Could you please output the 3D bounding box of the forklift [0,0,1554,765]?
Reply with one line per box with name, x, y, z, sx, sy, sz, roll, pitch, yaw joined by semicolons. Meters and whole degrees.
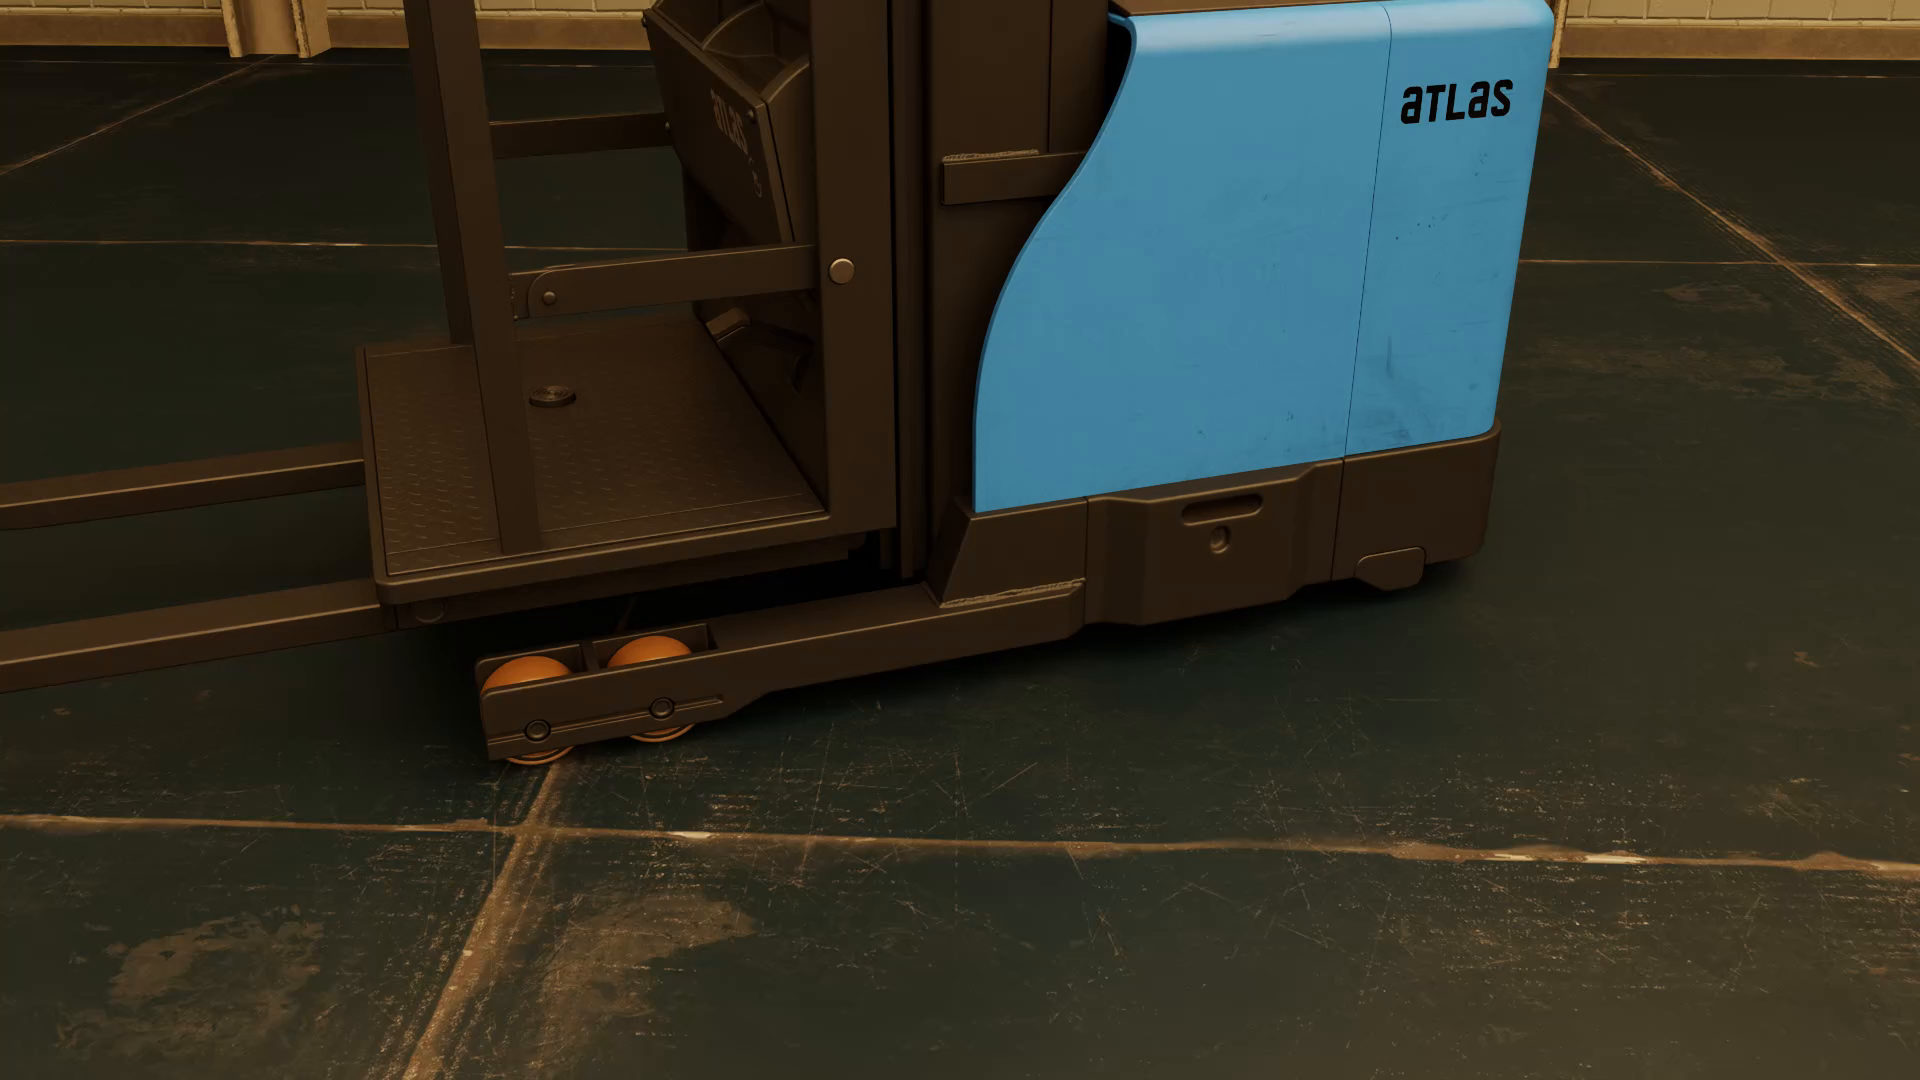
forklift;-0.573;-1.224;2.502;3.031;2.935;1.130;-9;28;-17
